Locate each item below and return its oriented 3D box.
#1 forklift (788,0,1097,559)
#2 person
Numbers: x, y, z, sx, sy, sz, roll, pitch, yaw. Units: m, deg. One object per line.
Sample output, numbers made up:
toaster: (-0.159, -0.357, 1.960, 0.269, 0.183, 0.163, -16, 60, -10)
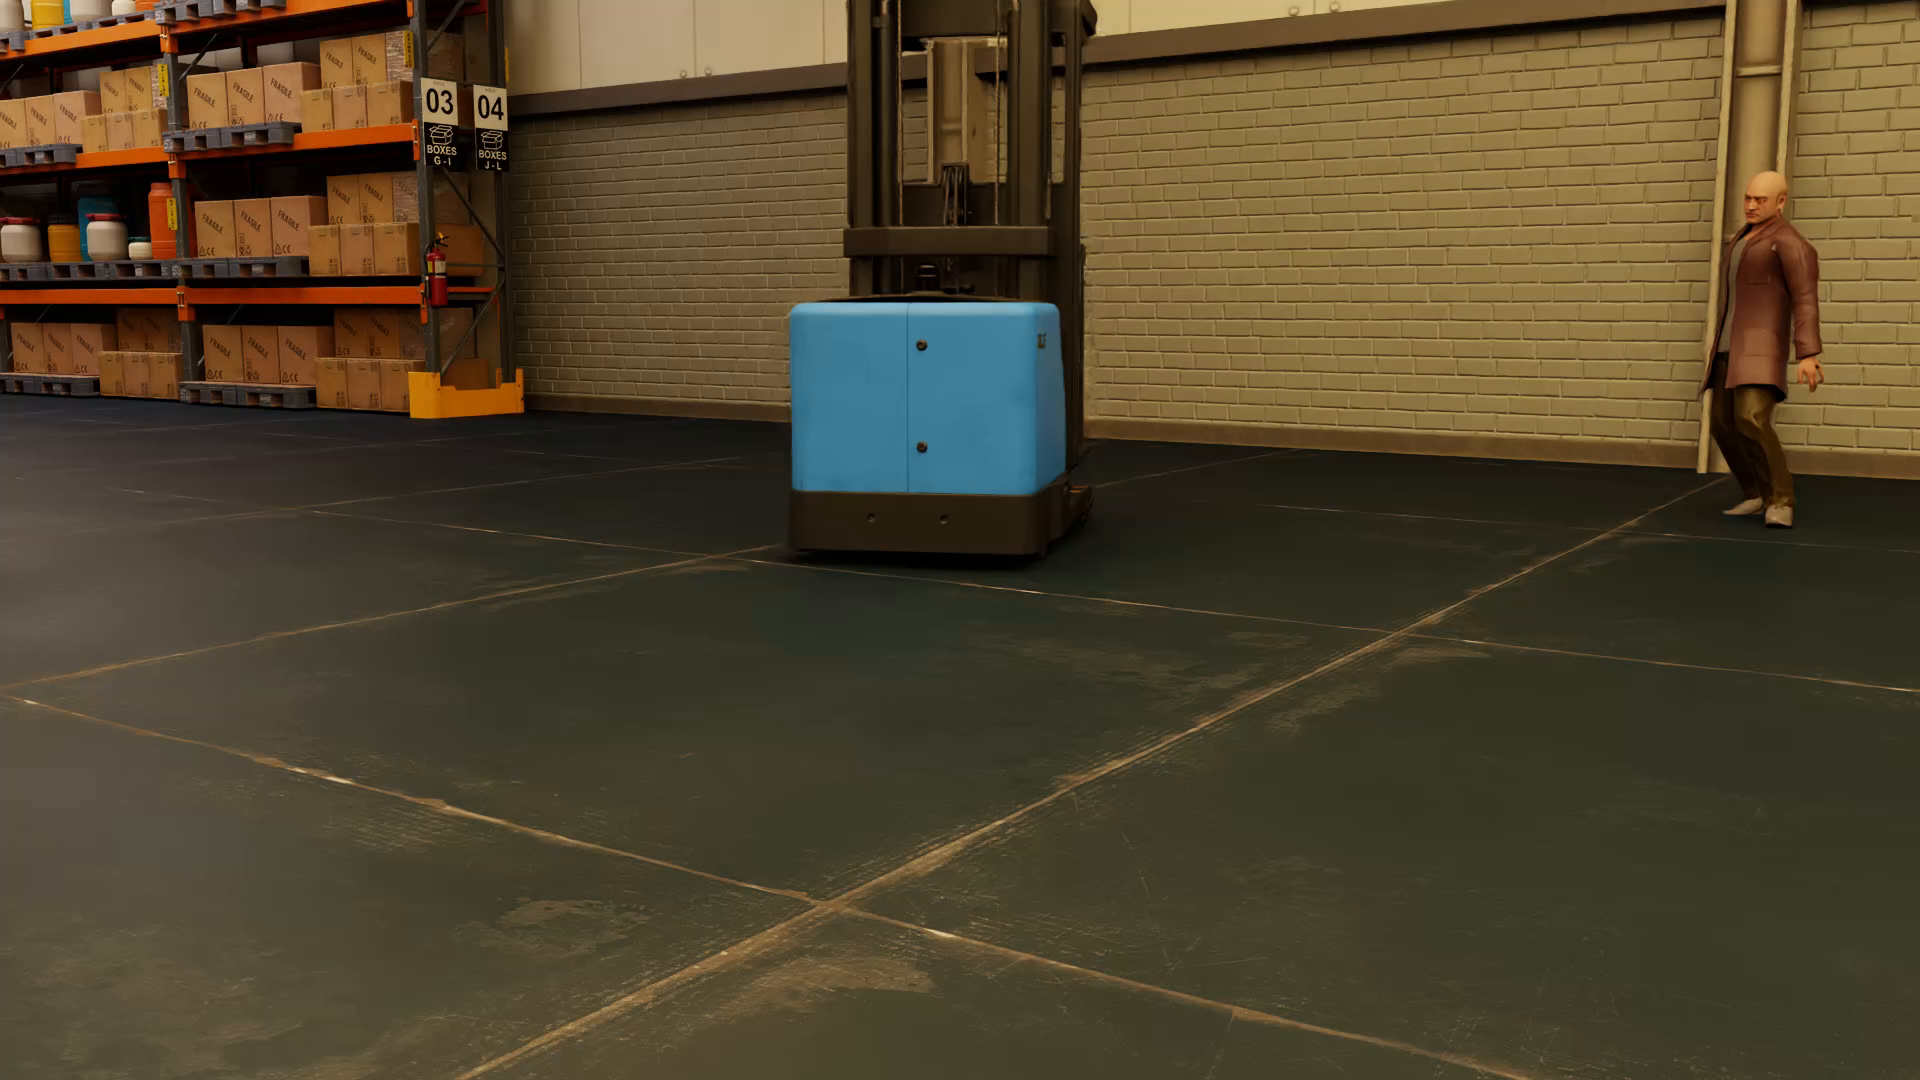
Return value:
forklift: (0.062, -1.540, 8.022, 1.130, 2.935, 3.031, 1, 8, 10)
person: (4.014, -0.939, 8.319, 0.550, 1.759, 0.932, 0, 8, -1)
